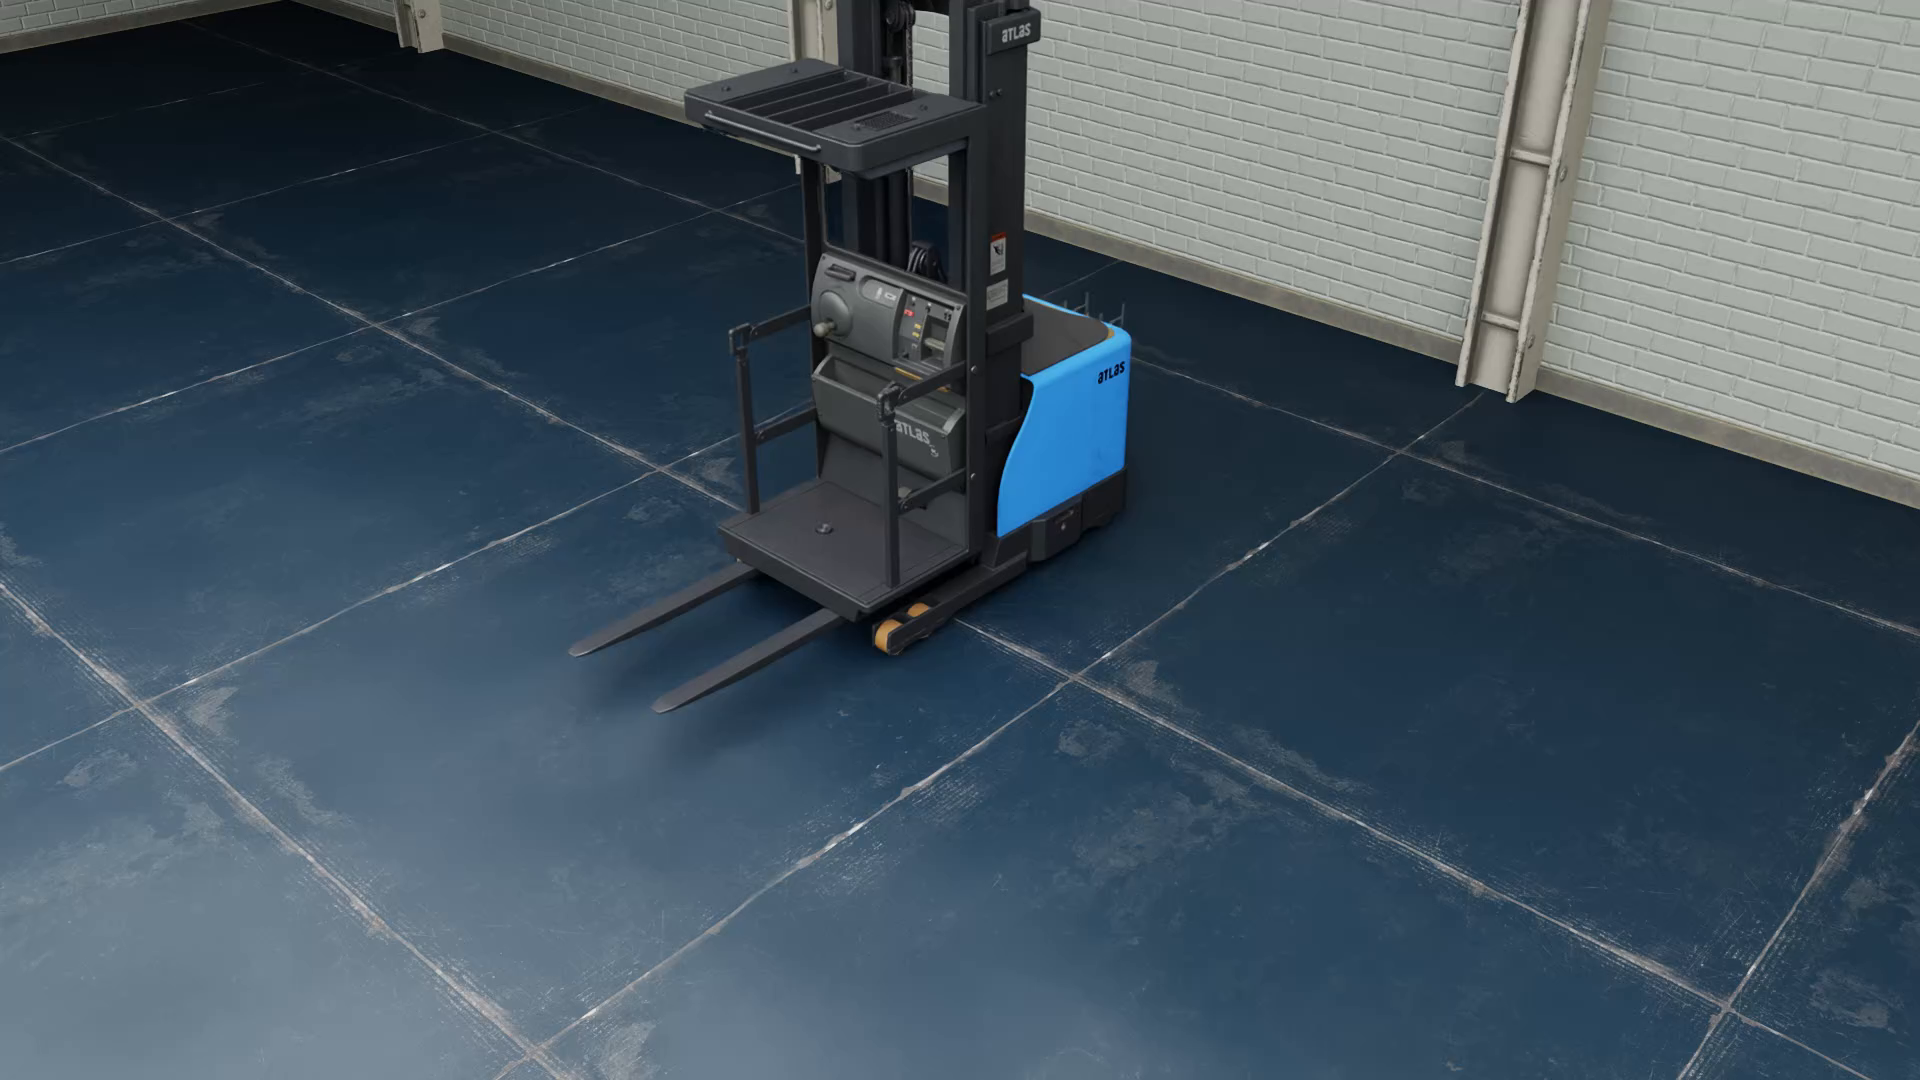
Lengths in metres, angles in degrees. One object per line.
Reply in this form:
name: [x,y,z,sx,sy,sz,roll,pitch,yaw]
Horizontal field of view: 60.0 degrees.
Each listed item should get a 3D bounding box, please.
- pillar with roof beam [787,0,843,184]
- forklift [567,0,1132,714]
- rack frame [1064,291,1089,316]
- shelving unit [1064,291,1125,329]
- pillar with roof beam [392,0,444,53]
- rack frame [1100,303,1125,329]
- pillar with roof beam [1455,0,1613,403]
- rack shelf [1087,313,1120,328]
pillar with roof beam: [-4.006,-5.246,8.739,0.400,9.000,9.100,25,39,35]
forklift: [-0.489,-1.011,7.588,1.130,2.935,3.031,26,40,36]
rack frame: [0.612,-0.846,9.131,0.008,1.050,0.200,26,38,36]
shelving unit: [0.701,-0.803,9.059,0.252,1.050,0.215,26,38,36]
pillar with roof beam: [-8.455,-7.322,12.188,0.400,9.000,9.100,25,39,35]
rack frame: [0.790,-0.760,8.988,0.008,1.050,0.200,26,38,36]
pillar with roof beam: [0.442,-3.169,5.290,0.400,9.000,9.100,25,39,35]
rack shelf: [0.706,-1.040,8.923,0.240,0.259,0.215,26,38,36]
